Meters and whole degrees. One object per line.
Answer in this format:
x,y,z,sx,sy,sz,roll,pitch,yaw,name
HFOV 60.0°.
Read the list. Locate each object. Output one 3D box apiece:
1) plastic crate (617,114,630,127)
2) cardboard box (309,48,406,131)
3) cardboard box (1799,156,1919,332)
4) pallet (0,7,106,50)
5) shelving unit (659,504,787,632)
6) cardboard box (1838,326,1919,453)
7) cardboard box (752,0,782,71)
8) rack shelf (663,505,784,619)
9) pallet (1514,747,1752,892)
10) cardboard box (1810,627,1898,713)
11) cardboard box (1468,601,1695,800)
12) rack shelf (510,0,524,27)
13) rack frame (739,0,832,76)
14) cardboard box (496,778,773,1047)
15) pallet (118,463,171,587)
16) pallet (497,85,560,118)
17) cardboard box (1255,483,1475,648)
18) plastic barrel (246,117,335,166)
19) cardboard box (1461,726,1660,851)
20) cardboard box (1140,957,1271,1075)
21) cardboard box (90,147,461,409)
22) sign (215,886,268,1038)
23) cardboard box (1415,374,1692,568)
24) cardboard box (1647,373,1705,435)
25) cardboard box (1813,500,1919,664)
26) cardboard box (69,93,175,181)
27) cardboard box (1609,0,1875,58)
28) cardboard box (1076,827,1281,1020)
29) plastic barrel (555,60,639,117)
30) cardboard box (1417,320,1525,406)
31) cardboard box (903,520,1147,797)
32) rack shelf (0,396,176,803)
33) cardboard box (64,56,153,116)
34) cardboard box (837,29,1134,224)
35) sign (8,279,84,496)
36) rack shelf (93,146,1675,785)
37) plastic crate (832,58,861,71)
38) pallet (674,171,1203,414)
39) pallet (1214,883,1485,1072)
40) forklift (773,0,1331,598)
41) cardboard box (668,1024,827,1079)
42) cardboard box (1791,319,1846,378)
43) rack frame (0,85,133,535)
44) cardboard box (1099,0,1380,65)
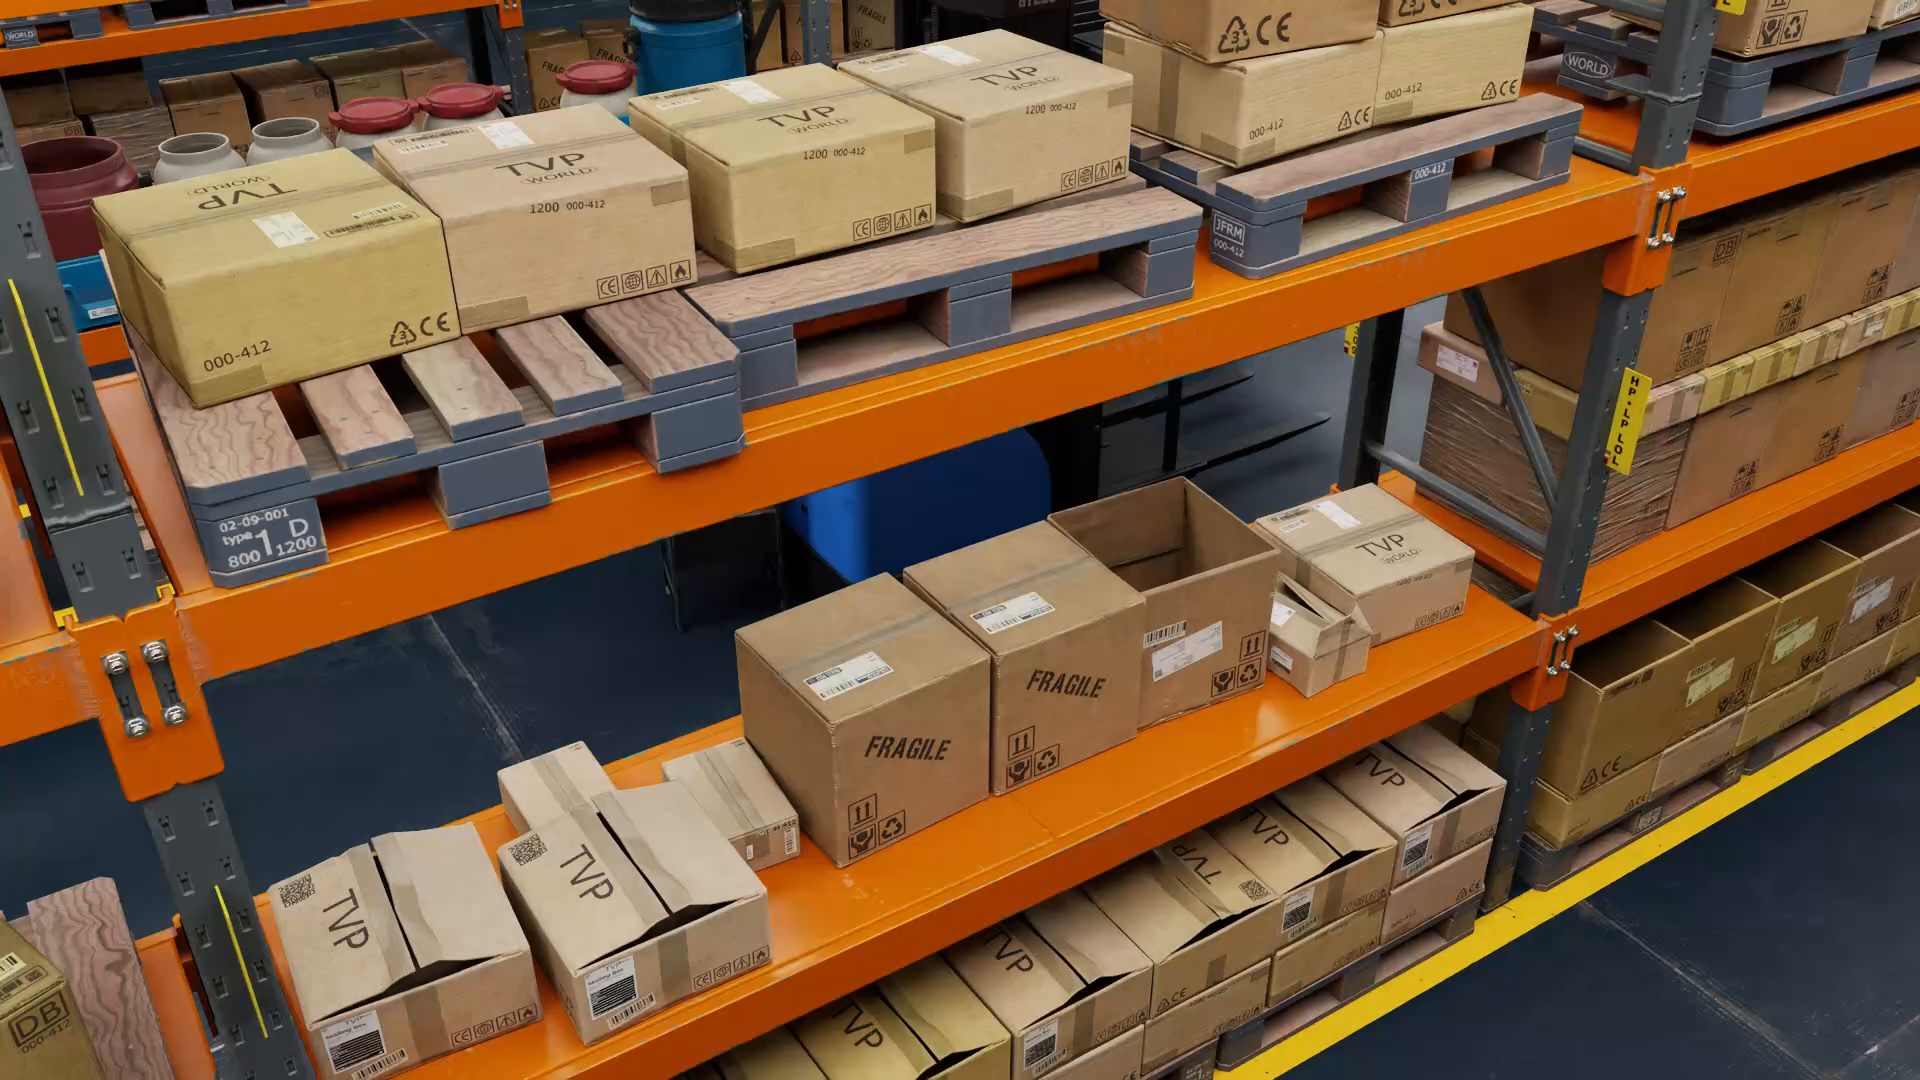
-1.743,-1.896,8.459,0.575,0.384,0.392,-19,37,-27,plastic crate
-4.607,-3.414,12.781,0.500,0.500,0.700,-19,37,-28,cardboard box
2.911,-1.152,5.955,0.500,0.500,0.700,-19,37,-27,cardboard box
-6.488,-3.599,11.323,1.003,0.211,1.213,-19,37,-27,pallet
-1.102,-0.608,7.244,0.503,2.100,0.431,-10,34,-15,shelving unit
3.359,-0.759,6.549,0.500,0.500,0.700,-18,36,-26,cardboard box
-1.860,-4.325,14.244,0.500,0.500,0.500,-15,35,-23,cardboard box
-1.103,-0.006,7.628,0.480,0.518,0.431,-10,34,-15,rack shelf
2.388,0.829,6.737,1.213,0.211,1.003,-19,37,-27,pallet
3.514,0.417,6.961,0.500,0.250,0.500,-19,37,-27,cardboard box
2.256,0.536,6.070,0.500,0.500,0.500,-19,37,-27,cardboard box
-1.987,-4.856,13.811,4.000,0.370,1.077,-19,37,-27,rack shelf
-0.984,-2.361,9.181,0.127,3.000,1.000,-19,37,-27,rack frame
-0.809,0.884,4.121,0.500,0.311,0.500,-19,37,-28,cardboard box
-3.674,-0.232,8.420,1.213,0.211,1.003,-19,37,-27,pallet
-3.122,-3.613,13.779,1.213,0.211,1.003,-19,37,-27,pallet
1.306,0.087,5.442,0.500,0.250,0.500,-17,36,-24,cardboard box
-3.243,-1.767,8.135,0.421,0.512,0.421,0,32,0,plastic barrel
2.250,0.848,6.277,0.500,0.250,0.500,-19,37,-27,cardboard box
0.649,1.390,5.419,0.500,0.250,0.500,-18,36,-26,cardboard box
-1.315,-0.522,3.201,0.500,0.250,0.500,-22,38,-31,cardboard box
-1.364,0.802,3.156,0.005,0.325,0.100,-19,37,-27,sign
2.066,-0.312,5.840,0.500,0.500,0.700,-20,37,-28,cardboard box
2.238,-0.519,5.559,0.250,0.149,0.380,-18,37,-27,cardboard box
3.515,0.101,6.759,0.500,0.500,0.500,-19,37,-27,cardboard box
-6.018,-2.923,12.003,0.500,0.500,0.700,-22,39,-31,cardboard box
2.263,-1.714,4.726,0.500,0.500,0.500,-16,36,-23,cardboard box
0.657,1.151,5.271,0.500,0.311,0.500,-19,37,-27,cardboard box
-1.907,-2.240,8.863,0.433,0.535,0.433,0,32,0,plastic barrel
1.809,-0.630,5.736,0.250,0.149,0.380,-19,37,-27,cardboard box
0.178,0.331,4.821,0.500,0.500,0.500,-19,37,-27,cardboard box
-3.347,0.631,2.301,4.000,0.370,1.077,-19,37,-27,rack shelf
-6.043,-3.237,11.798,0.500,0.250,0.500,-15,35,-22,cardboard box
0.056,-0.996,3.954,0.500,0.250,0.500,-22,39,-31,cardboard box
-1.373,-0.226,2.501,0.005,0.325,0.100,-19,37,-27,sign
0.015,-0.525,4.134,4.000,0.370,1.077,-19,37,-27,rack shelf
-0.475,-2.429,9.347,0.504,0.338,0.767,-19,37,-27,plastic crate
-0.205,-0.732,3.965,1.213,0.211,1.003,-17,36,-25,pallet
1.098,1.271,6.037,1.213,0.211,1.003,-19,37,-27,pallet
0.529,-1.422,7.757,3.031,2.935,1.130,-19,37,-27,forklift
-0.629,1.590,4.575,0.500,0.311,0.500,-20,37,-28,cardboard box
2.885,-0.742,5.913,0.250,0.149,0.380,-20,38,-29,cardboard box
-1.666,-1.520,2.225,0.127,3.000,1.000,-19,37,-27,rack frame
0.691,-1.503,4.054,0.500,0.500,0.500,-15,35,-23,cardboard box
